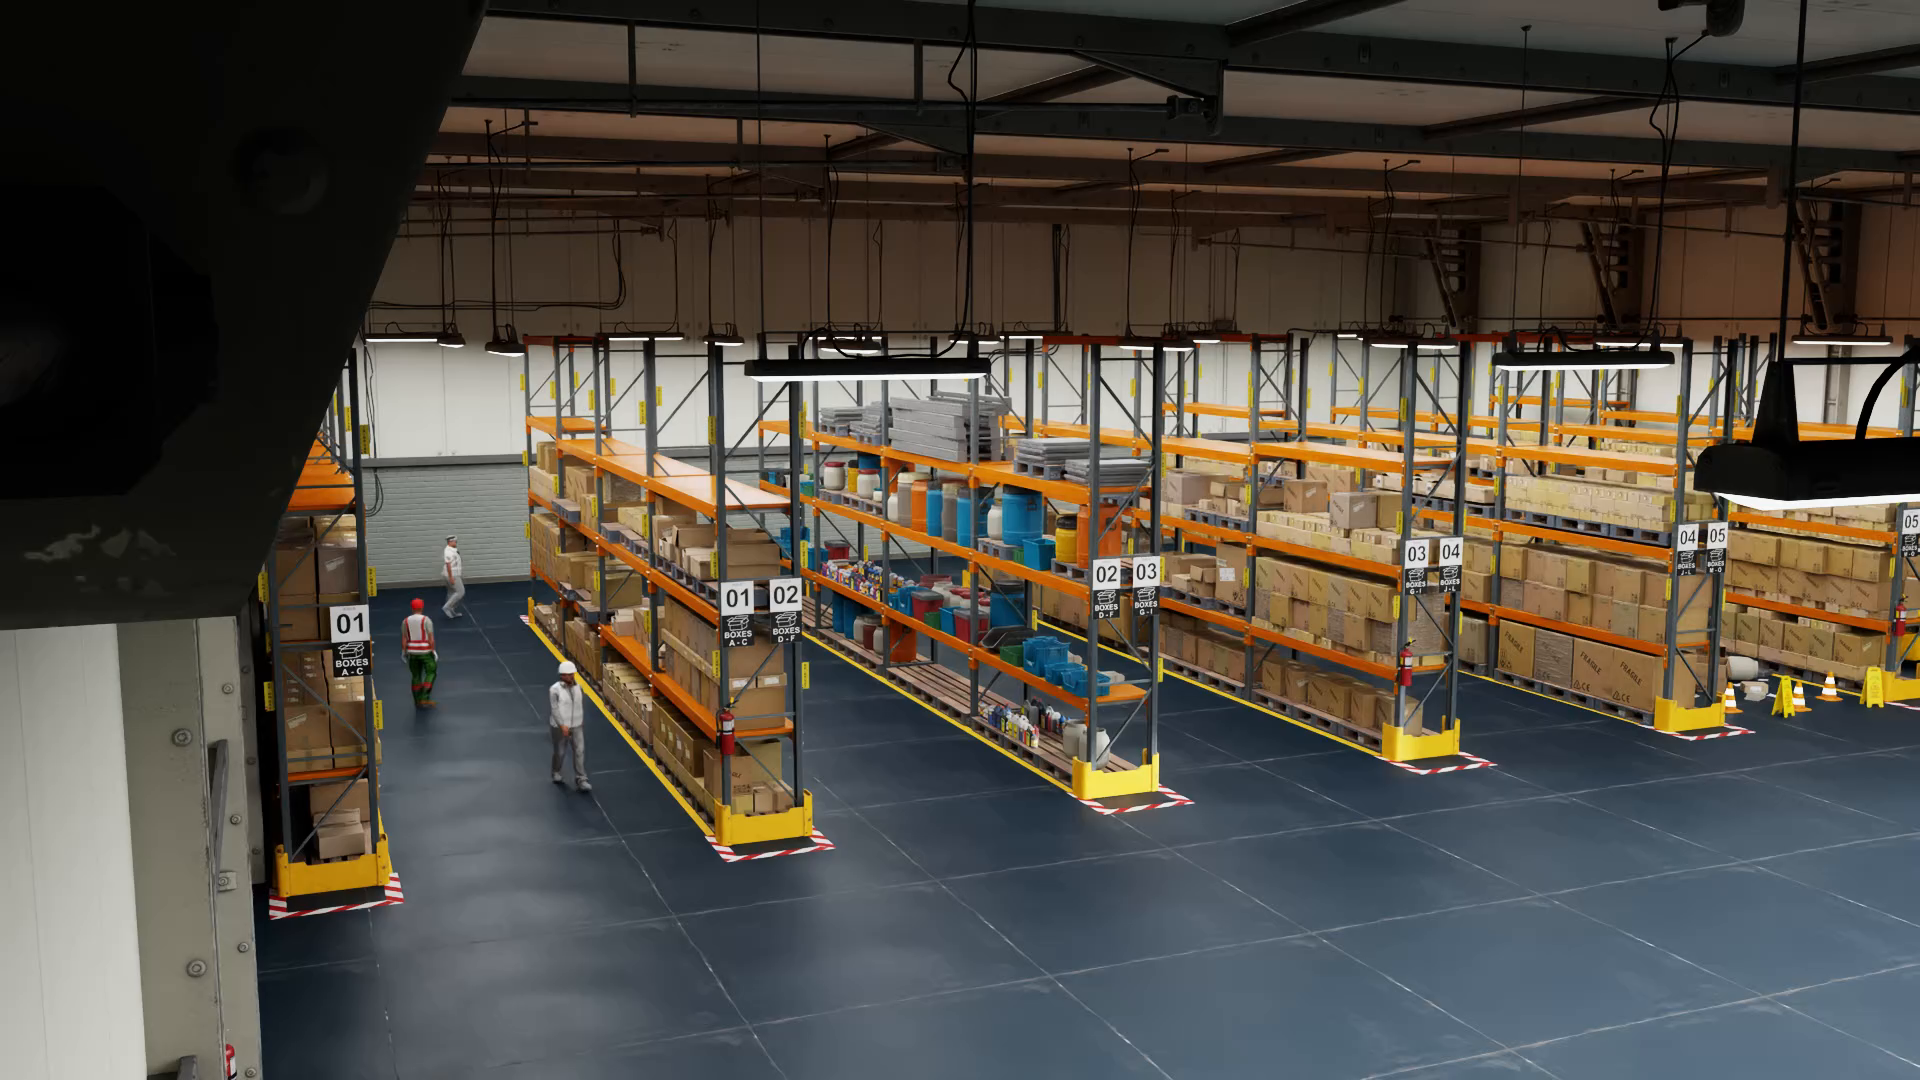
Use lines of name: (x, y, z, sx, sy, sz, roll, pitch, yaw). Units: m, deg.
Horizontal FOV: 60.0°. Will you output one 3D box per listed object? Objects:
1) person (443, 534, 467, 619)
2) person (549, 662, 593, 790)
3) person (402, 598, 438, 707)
person: (-10.727, 0.767, 35.265, 0.456, 1.786, 0.559, -4, 8, -27)
person: (-5.259, 2.494, 22.476, 0.528, 1.708, 1.036, -6, 10, -39)
person: (-8.838, 1.847, 27.161, 0.599, 1.792, 0.503, 1, 8, 9)
